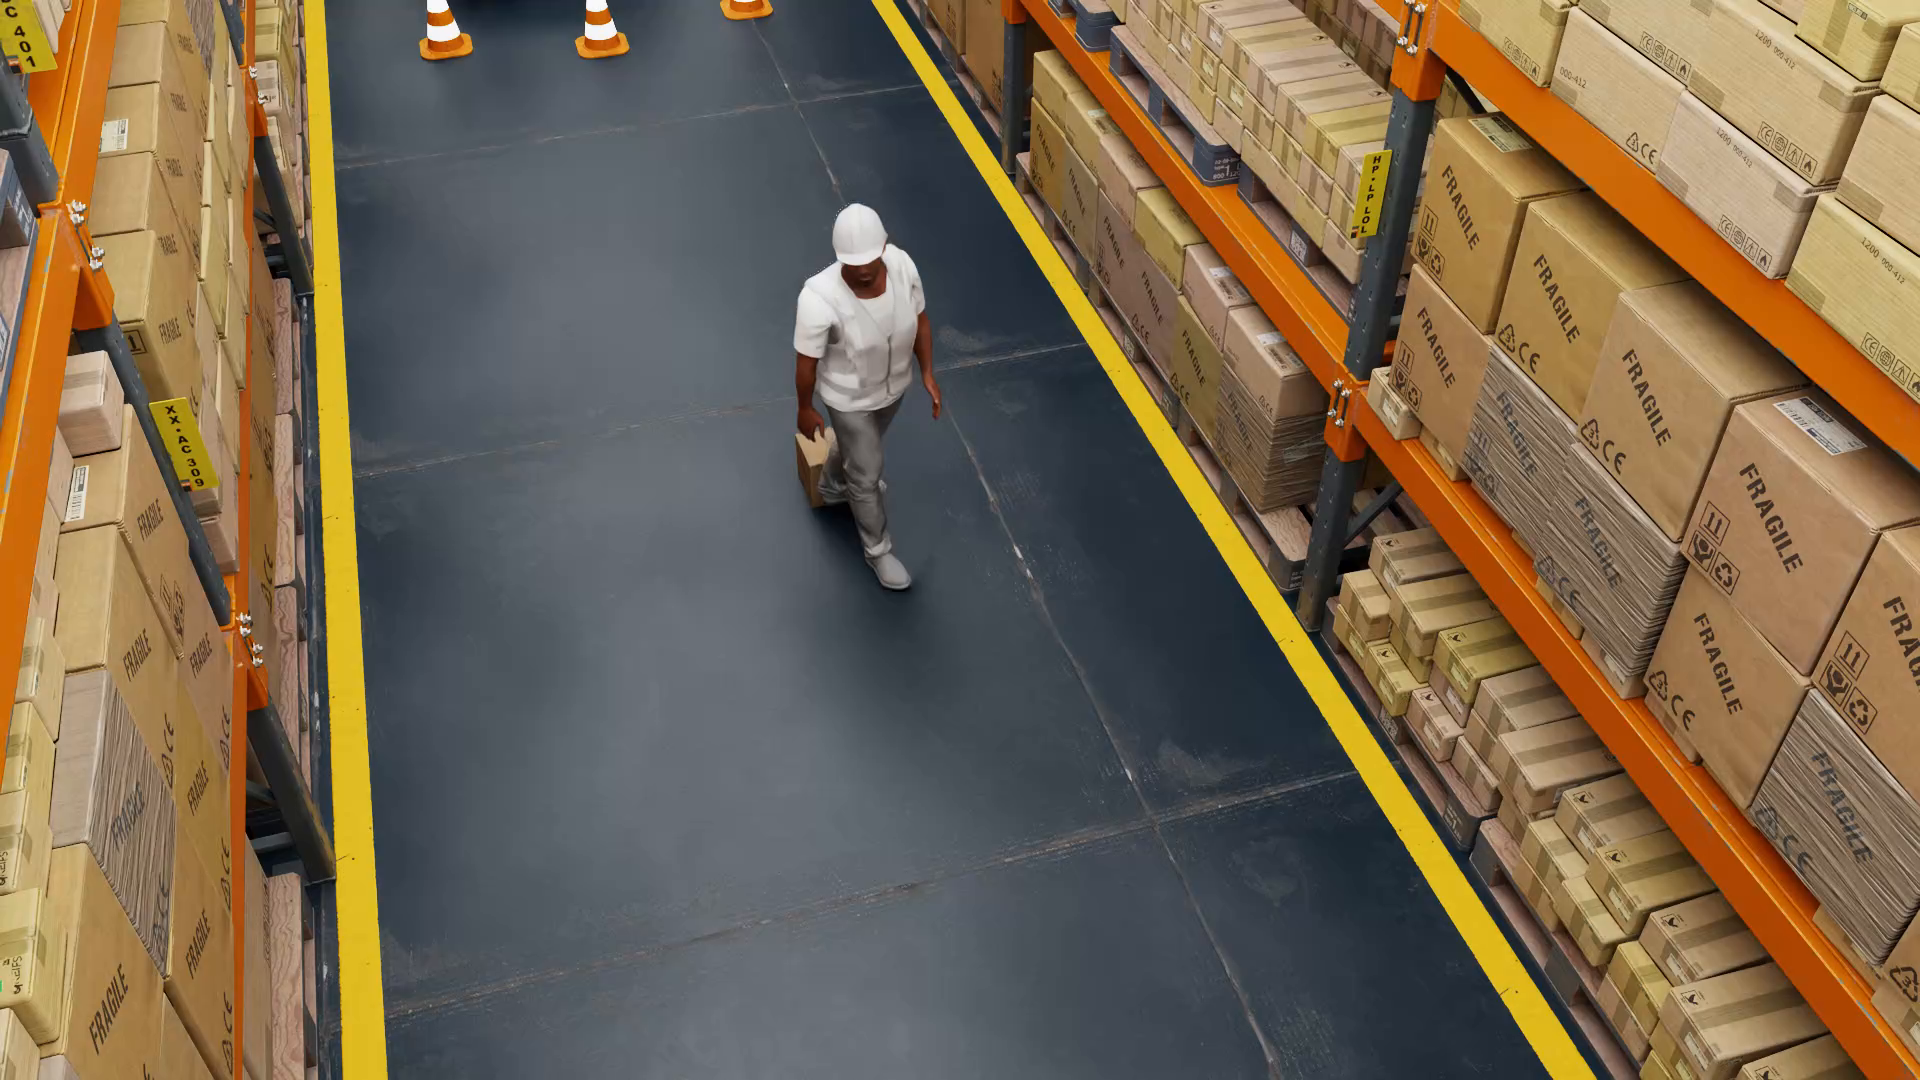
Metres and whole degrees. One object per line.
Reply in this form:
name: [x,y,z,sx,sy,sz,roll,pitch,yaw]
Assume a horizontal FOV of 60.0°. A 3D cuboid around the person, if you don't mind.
person: [-0.406,-0.634,6.848,0.582,1.763,0.716,-33,52,-31]
